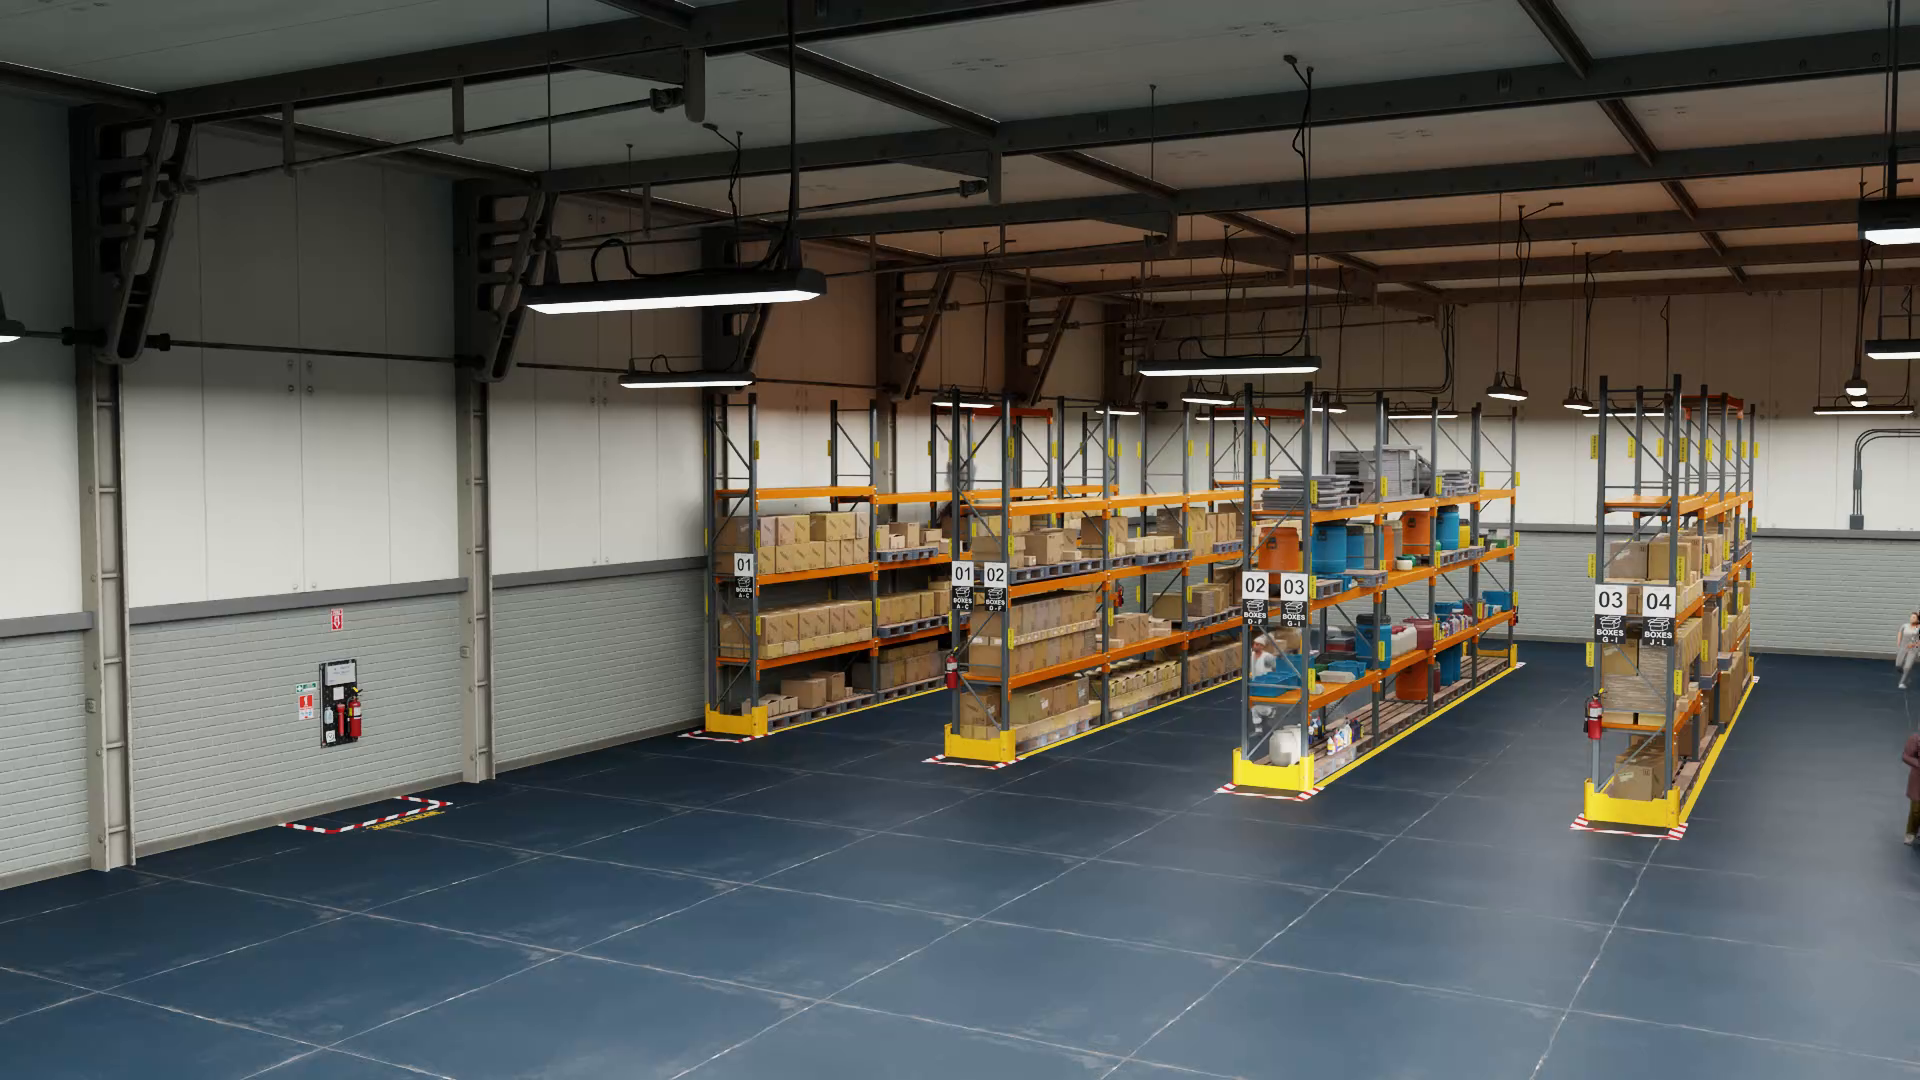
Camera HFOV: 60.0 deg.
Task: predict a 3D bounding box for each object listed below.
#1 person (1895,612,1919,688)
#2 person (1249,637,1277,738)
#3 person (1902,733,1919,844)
[{"bbox_3d":[19.916,2.315,34.824,0.527,1.616,0.569,-3,4,-41],"label":"person"},{"bbox_3d":[5.314,2.566,29.058,0.675,1.764,0.676,-3,4,-39],"label":"person"},{"bbox_3d":[12.066,3.059,20.612,0.765,1.831,0.933,1,3,20],"label":"person"}]
